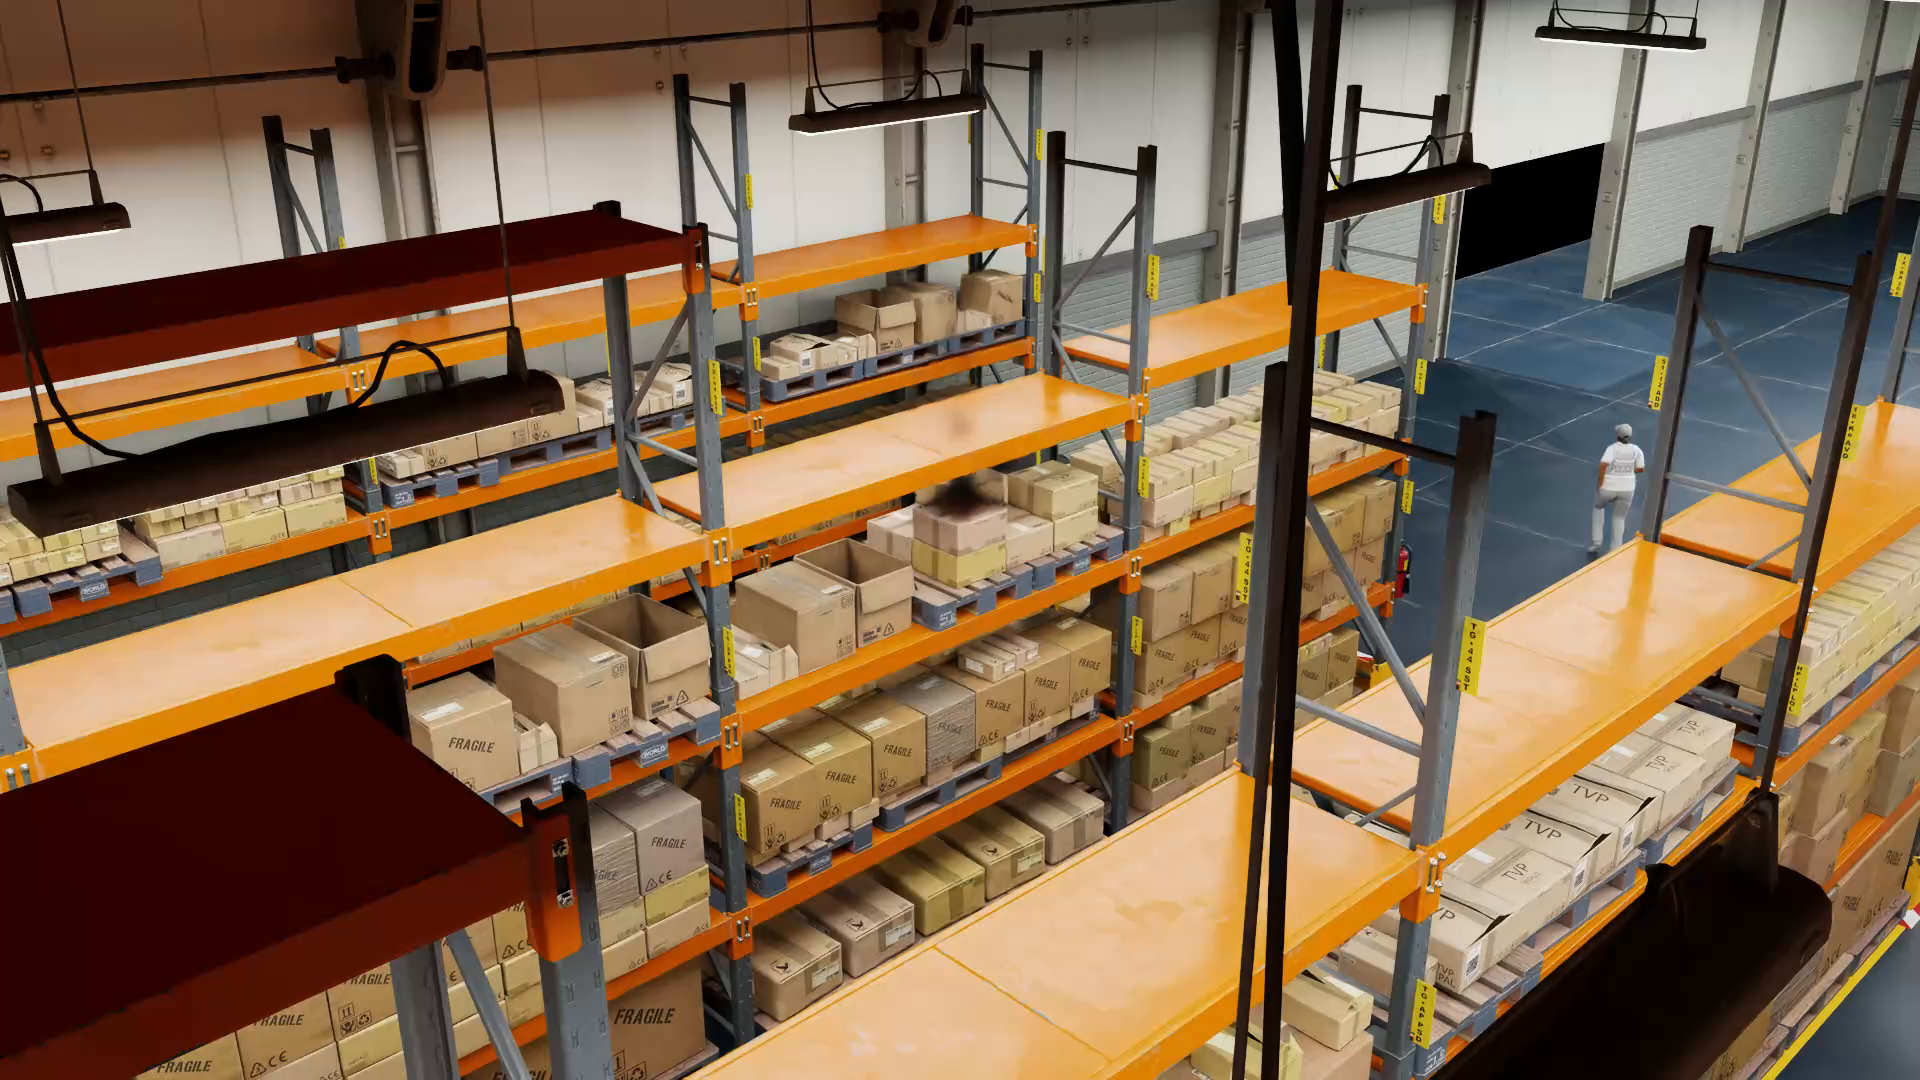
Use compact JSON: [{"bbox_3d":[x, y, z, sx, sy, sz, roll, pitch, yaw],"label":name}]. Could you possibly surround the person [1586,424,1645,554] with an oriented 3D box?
[{"bbox_3d":[7.942,-0.573,20.119,0.569,1.716,0.730,4,23,9],"label":"person"}]
